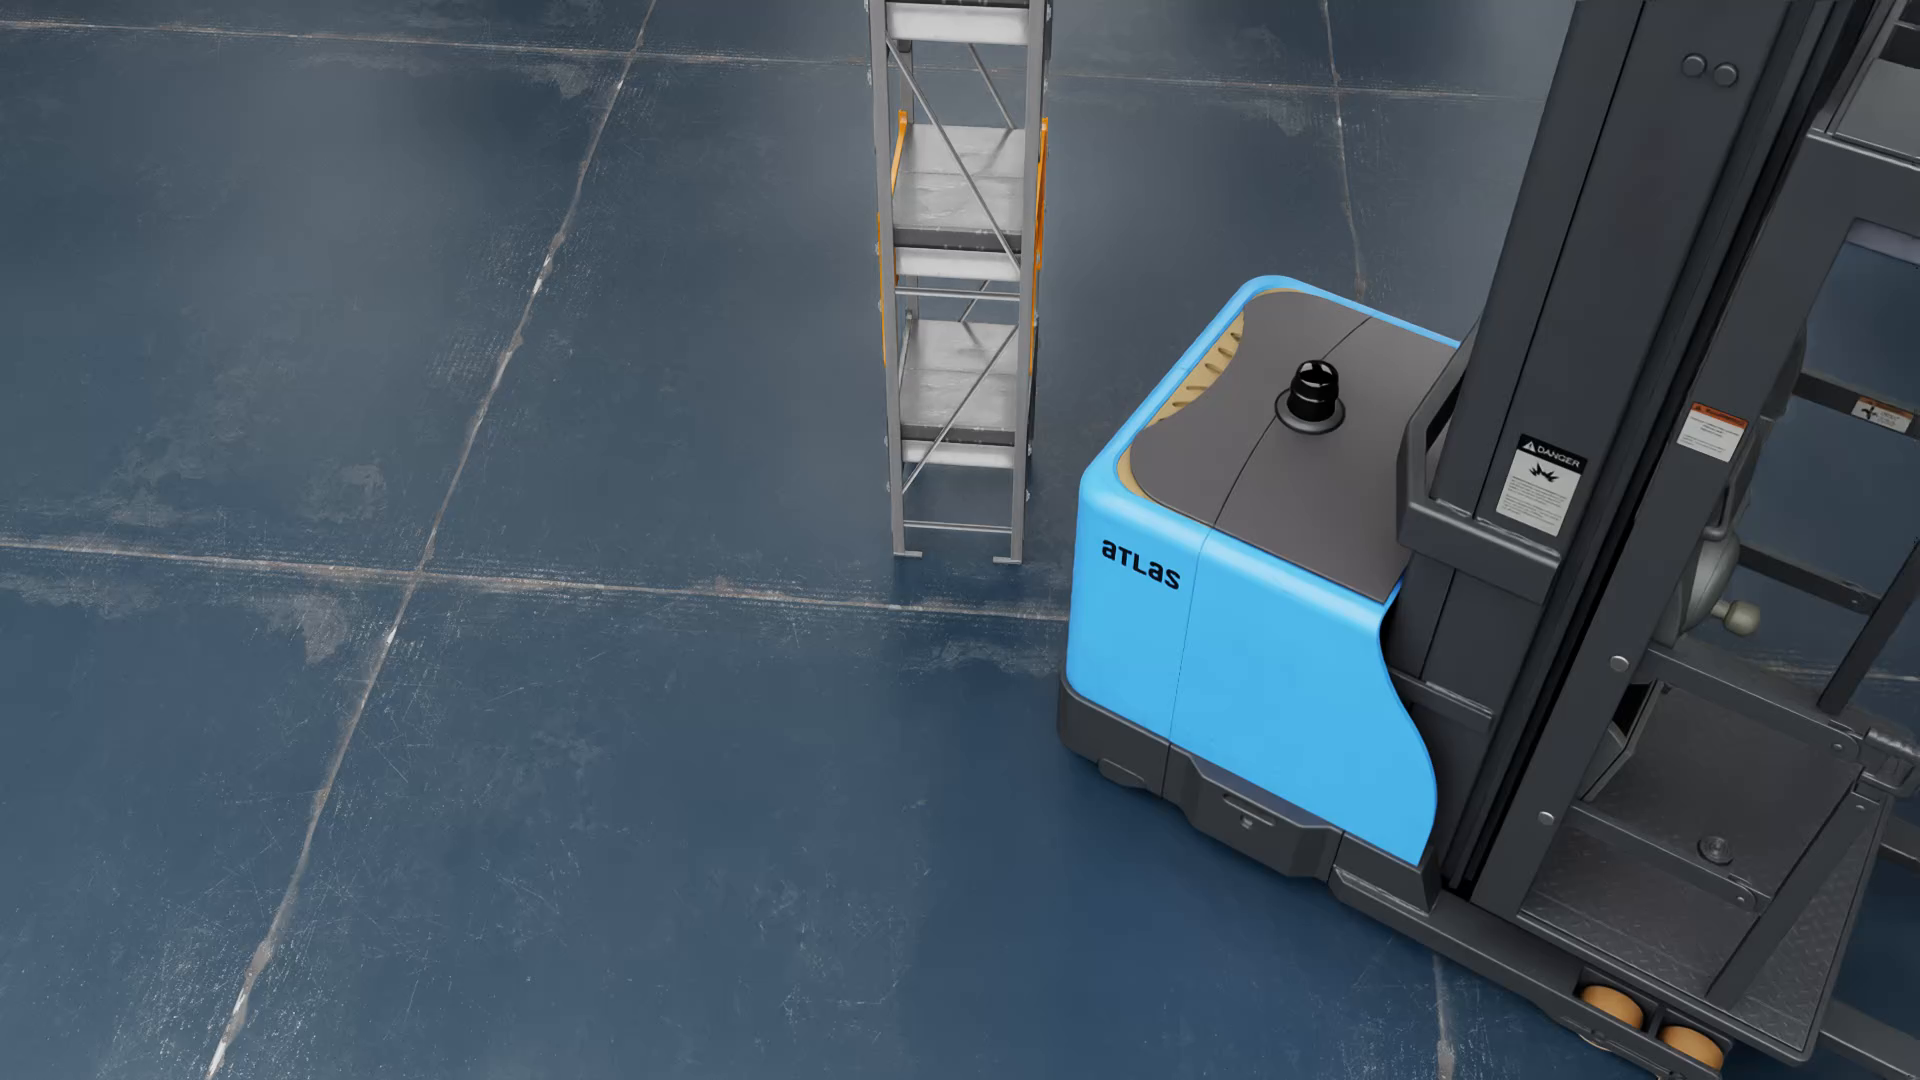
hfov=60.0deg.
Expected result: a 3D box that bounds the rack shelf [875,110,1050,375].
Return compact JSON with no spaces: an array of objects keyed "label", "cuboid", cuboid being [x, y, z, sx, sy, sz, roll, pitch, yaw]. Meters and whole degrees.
[{"label":"rack shelf","cuboid":[0.015,-0.821,4.597,0.431,0.518,0.480,4,48,4]}]

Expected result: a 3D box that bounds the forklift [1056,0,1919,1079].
[{"label":"forklift","cuboid":[1.784,-0.108,3.362,3.031,2.935,1.130,26,53,22]}]

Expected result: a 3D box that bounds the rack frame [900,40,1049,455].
[{"label":"rack frame","cuboid":[0.037,-1.010,4.750,0.400,2.100,0.015,4,48,4]}]

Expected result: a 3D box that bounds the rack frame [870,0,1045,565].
[{"label":"rack frame","cuboid":[-0.007,-0.651,4.422,0.400,2.100,0.015,4,48,4]}]

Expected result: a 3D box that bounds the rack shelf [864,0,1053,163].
[{"label":"rack shelf","cuboid":[0.015,-1.294,4.080,0.431,0.518,0.480,4,48,4]}]

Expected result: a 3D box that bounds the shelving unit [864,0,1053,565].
[{"label":"shelving unit","cuboid":[0.015,-0.830,4.586,0.431,2.100,0.503,4,48,4]}]

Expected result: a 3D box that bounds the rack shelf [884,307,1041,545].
[{"label":"rack shelf","cuboid":[0.015,-0.349,5.113,0.431,0.518,0.480,4,48,4]}]
